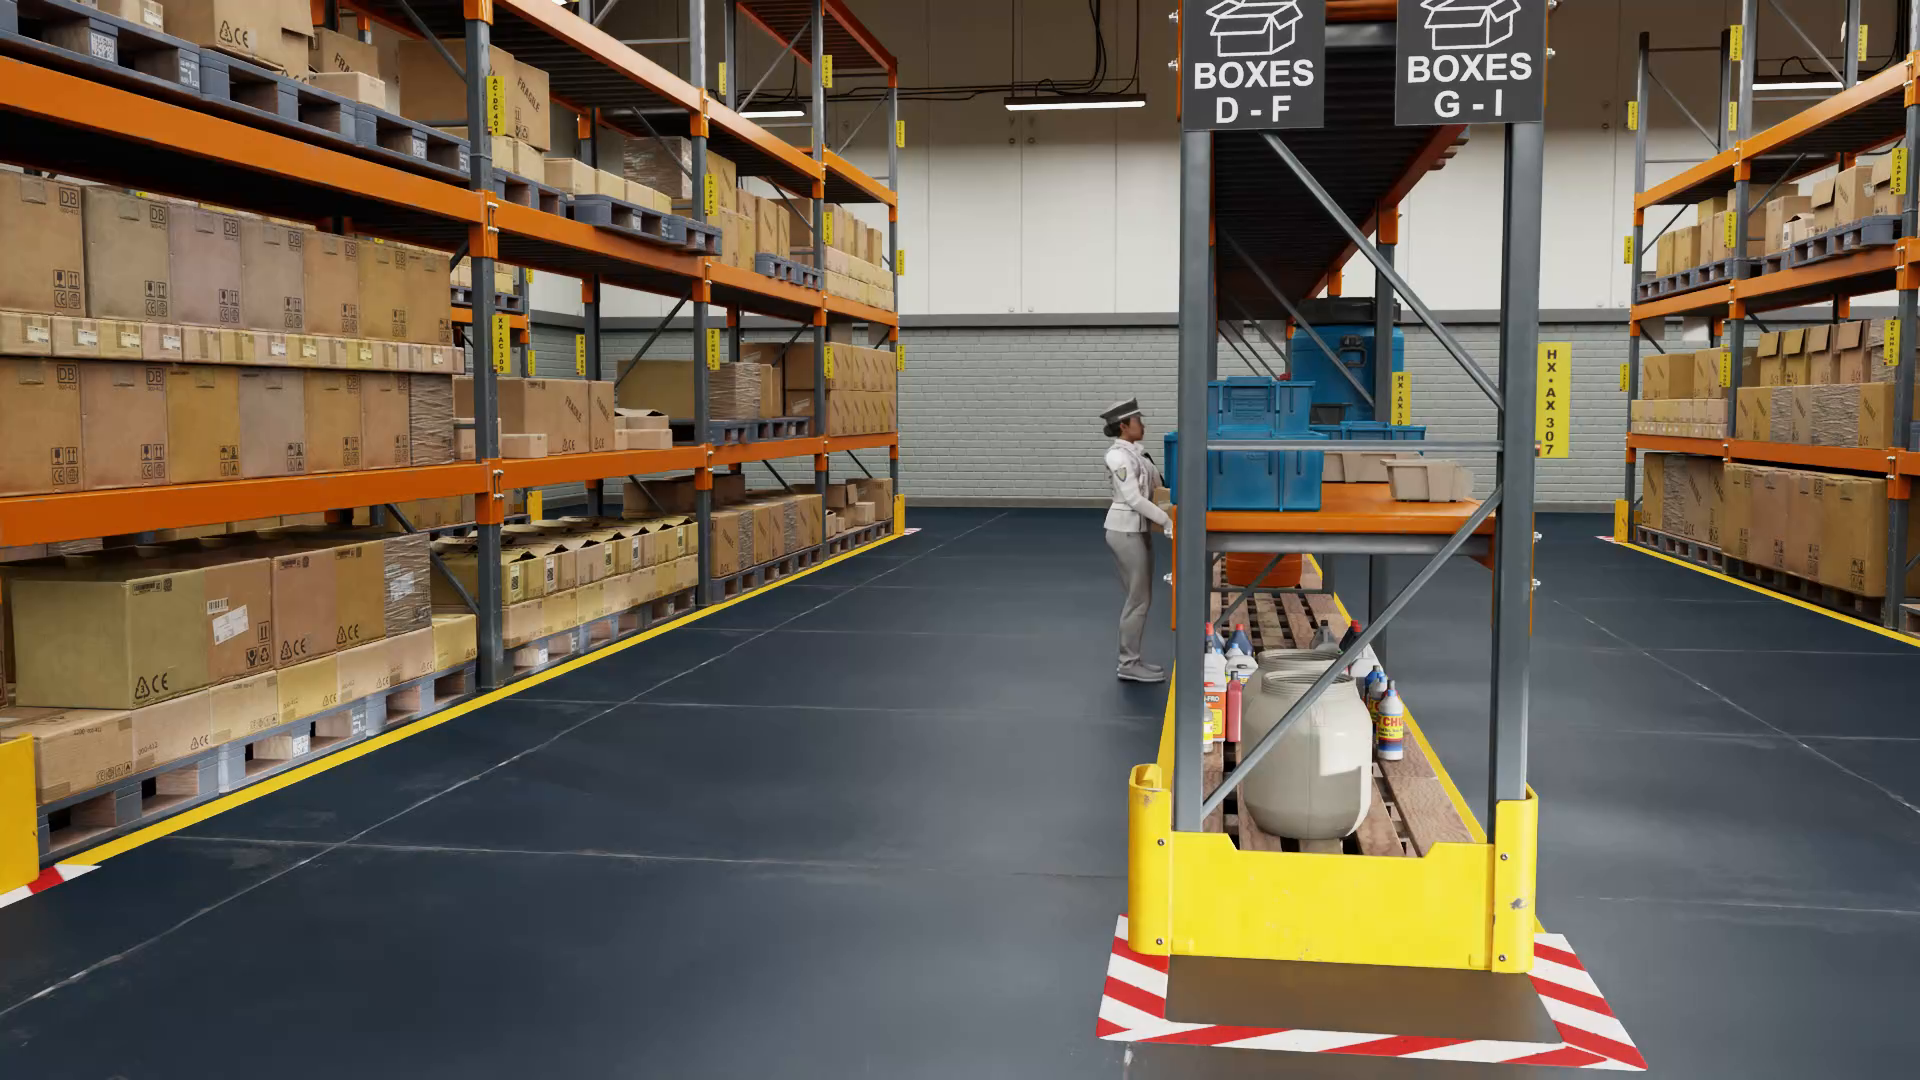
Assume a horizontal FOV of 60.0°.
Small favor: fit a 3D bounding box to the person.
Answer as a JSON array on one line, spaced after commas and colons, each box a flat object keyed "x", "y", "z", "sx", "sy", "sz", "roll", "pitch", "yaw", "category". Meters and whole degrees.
[{"x": 1.092, "y": -0.011, "z": 9.898, "sx": 0.549, "sy": 1.686, "sz": 0.459, "roll": 2, "pitch": 5, "yaw": 19, "category": "person"}]
